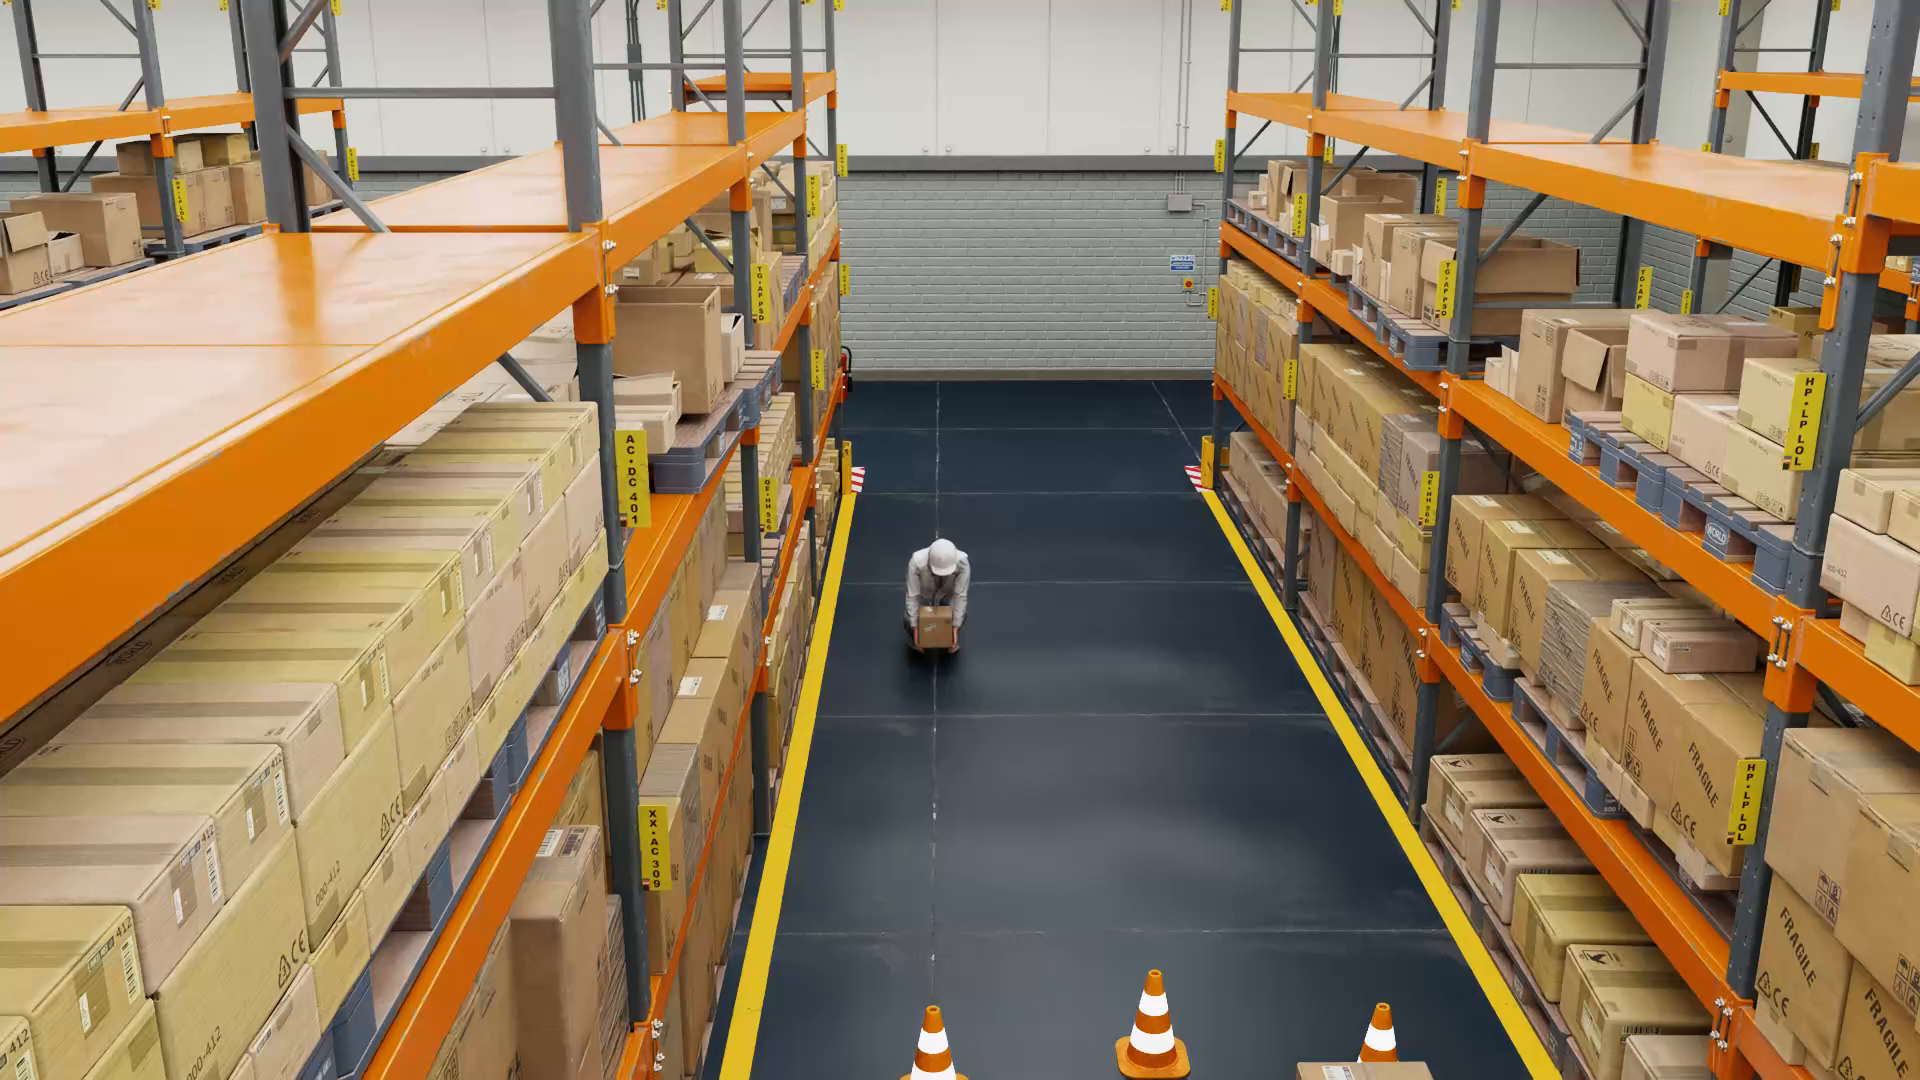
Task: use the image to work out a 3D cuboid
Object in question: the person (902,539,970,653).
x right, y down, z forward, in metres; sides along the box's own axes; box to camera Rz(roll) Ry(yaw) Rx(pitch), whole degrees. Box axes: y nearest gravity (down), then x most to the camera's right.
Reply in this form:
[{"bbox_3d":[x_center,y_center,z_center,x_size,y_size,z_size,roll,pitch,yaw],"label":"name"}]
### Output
[{"bbox_3d":[-0.189,0.400,13.019,0.525,1.009,0.868,0,17,-1],"label":"person"}]
